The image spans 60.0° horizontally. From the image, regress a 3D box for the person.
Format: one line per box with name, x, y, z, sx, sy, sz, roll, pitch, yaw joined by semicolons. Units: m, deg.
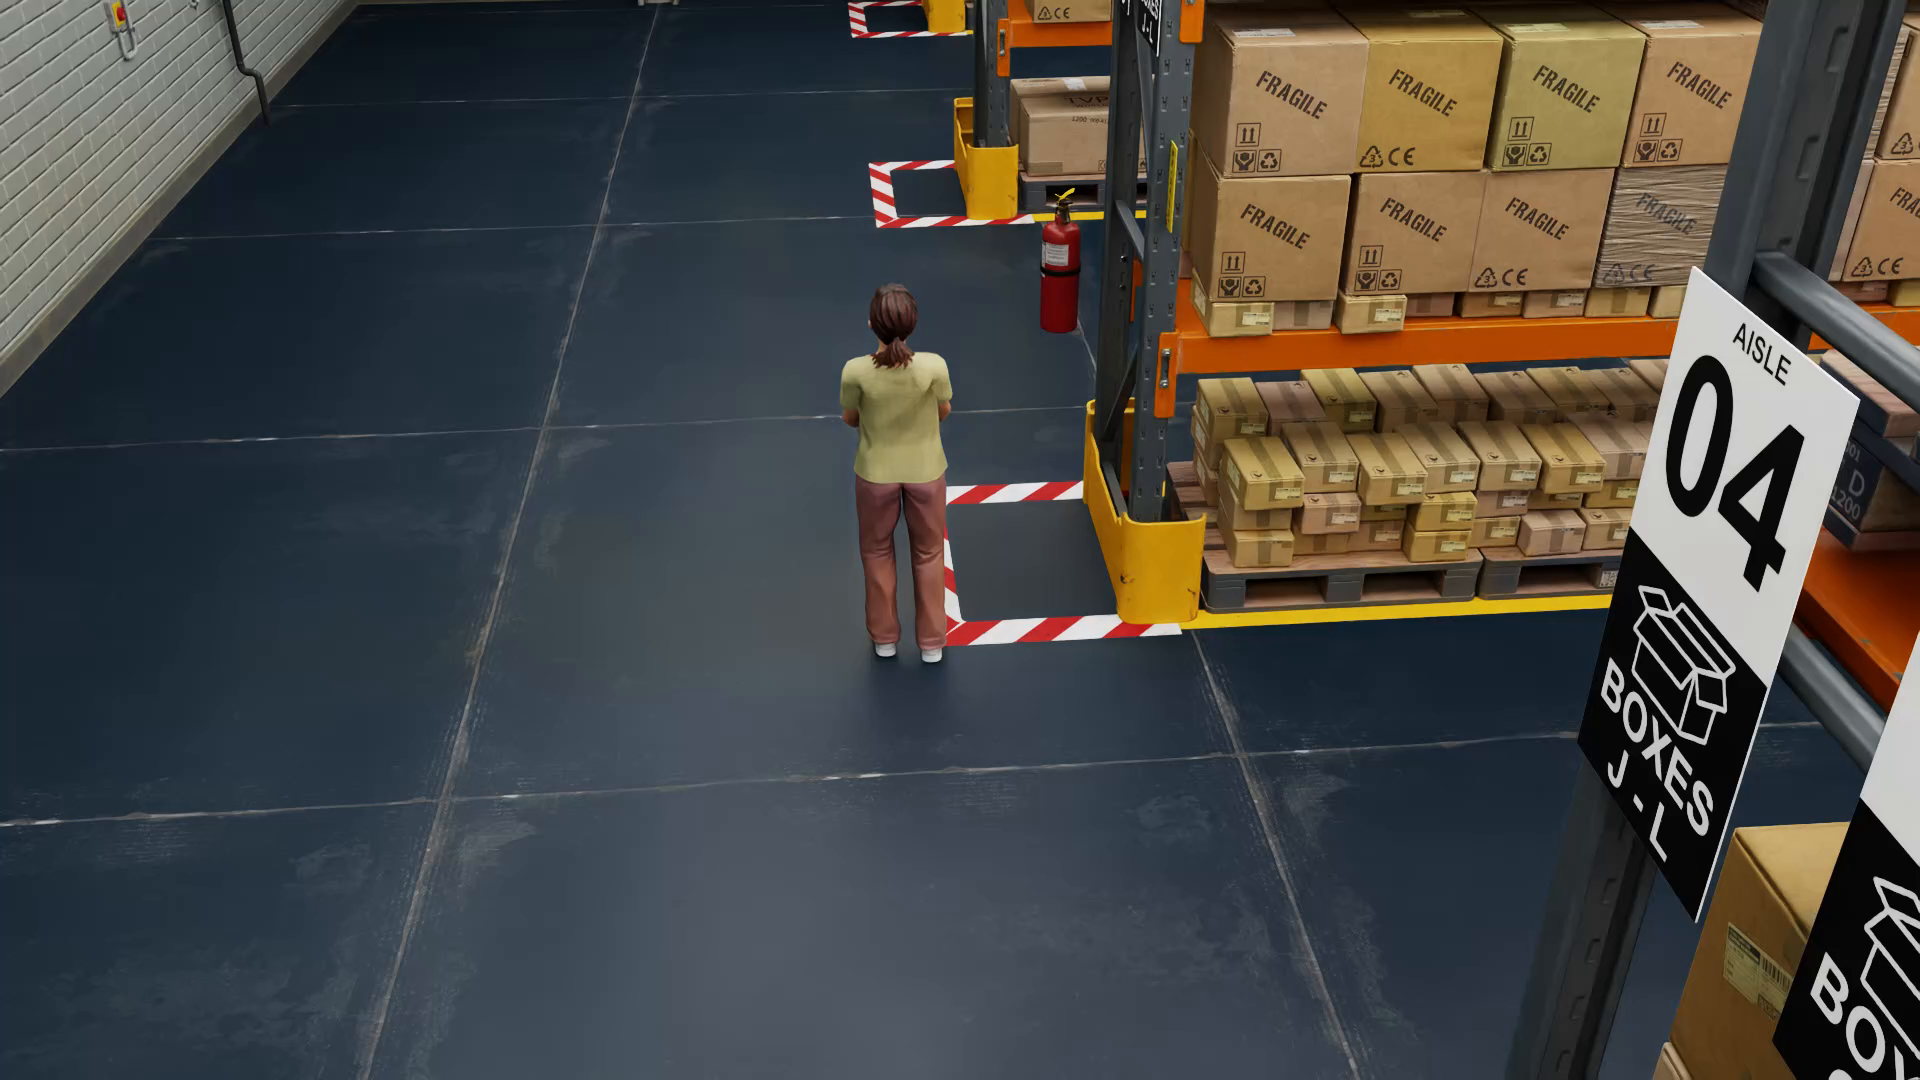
person;-0.249;-0.280;6.603;0.433;1.666;0.549;-2;31;-4
